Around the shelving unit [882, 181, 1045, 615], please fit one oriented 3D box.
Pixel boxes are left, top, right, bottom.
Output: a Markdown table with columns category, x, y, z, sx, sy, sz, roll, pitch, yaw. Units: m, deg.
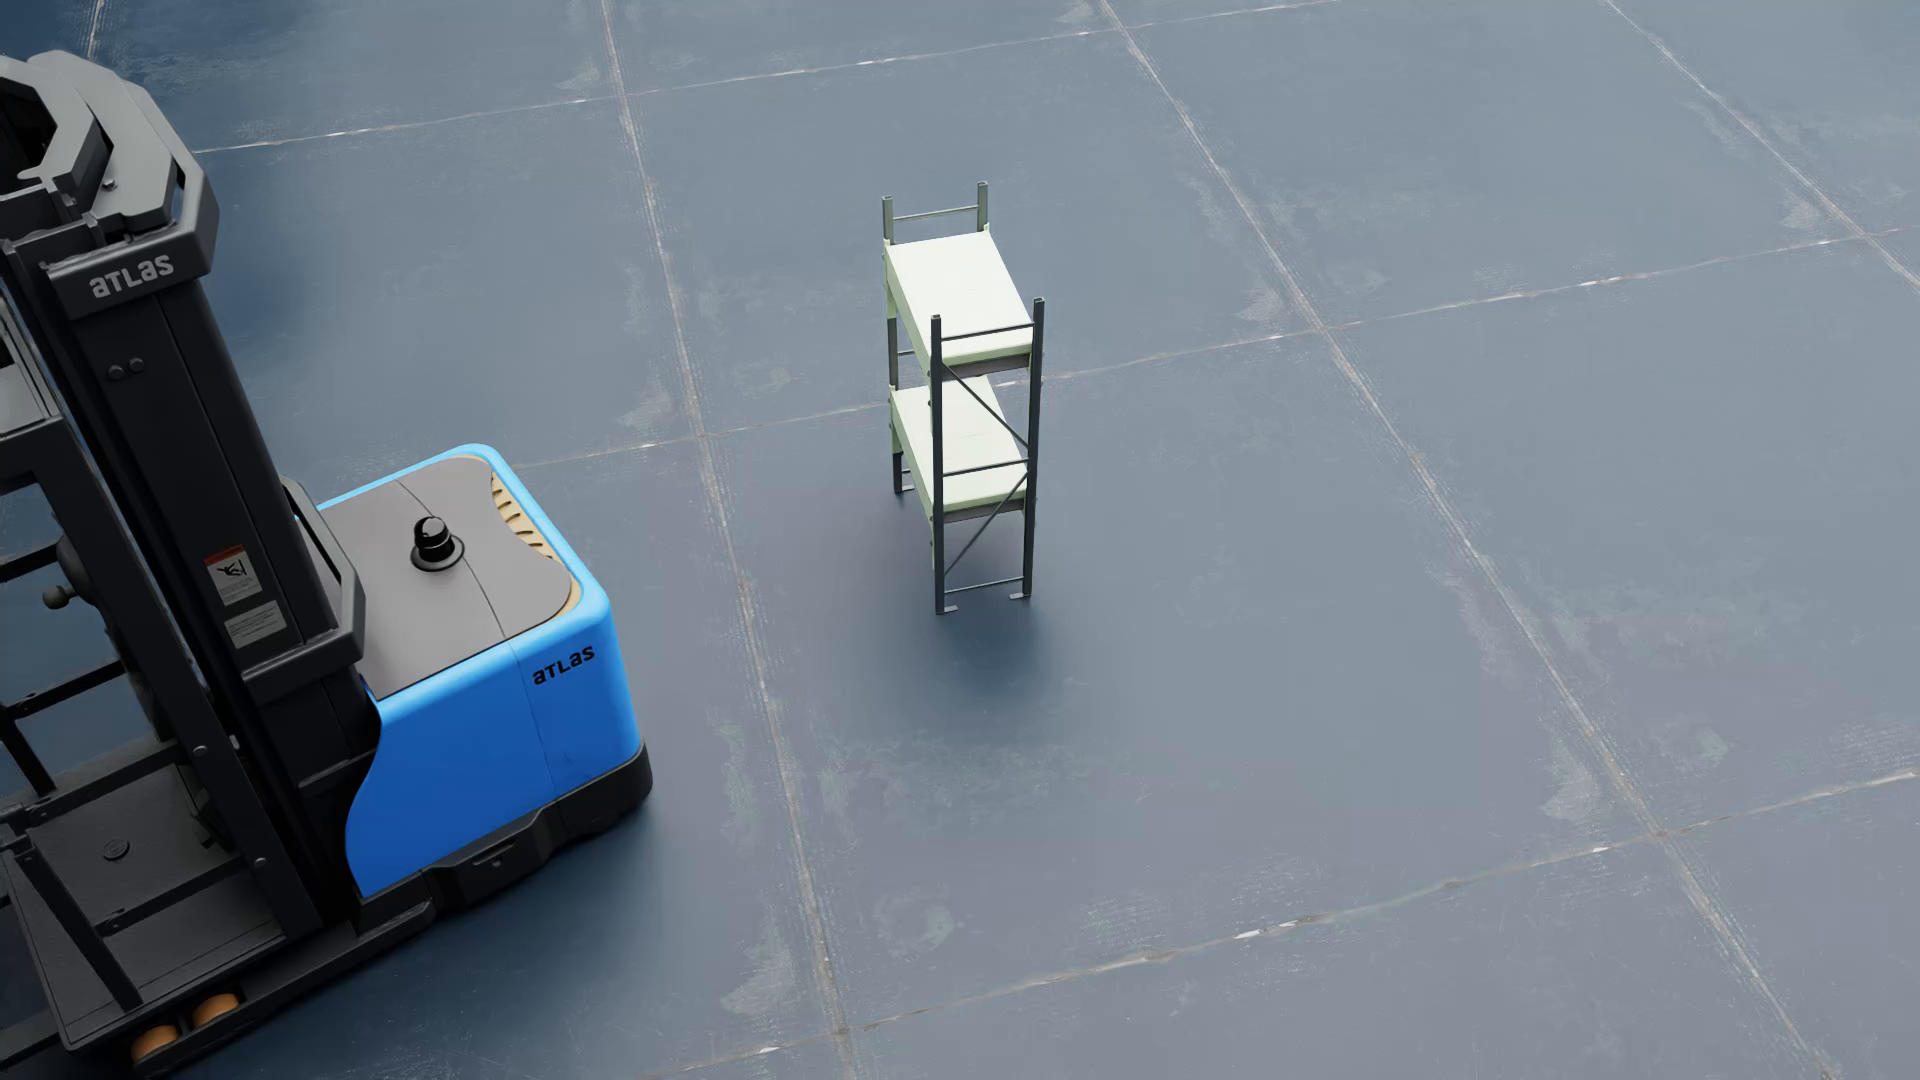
| category | x | y | z | sx | sy | sz | roll | pitch | yaw |
| --- | --- | --- | --- | --- | --- | --- | --- | --- | --- |
| shelving unit | 0.002 | -0.520 | 6.461 | 0.431 | 1.500 | 0.755 | -11 | 47 | -10 |

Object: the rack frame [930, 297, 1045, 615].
| category | x | y | z | sx | sy | sz | roll | pitch | yaw |
| --- | --- | --- | --- | --- | --- | --- | --- | --- | --- |
| rack frame | 0.095 | -0.268 | 6.213 | 0.400 | 1.500 | 0.023 | -11 | 47 | -10 |

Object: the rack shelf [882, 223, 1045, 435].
| category | x | y | z | sx | sy | sz | roll | pitch | yaw |
| --- | --- | --- | --- | --- | --- | --- | --- | --- | --- |
| rack shelf | 0.002 | -0.793 | 6.182 | 0.431 | 0.370 | 0.720 | -11 | 47 | -10 |

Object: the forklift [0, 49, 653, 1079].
| category | x | y | z | sx | sy | sz | roll | pitch | yaw |
| --- | --- | --- | --- | --- | --- | --- | --- | --- | --- |
| forklift | -2.609 | 0.253 | 4.701 | 3.031 | 2.935 | 1.130 | -27 | 51 | -24 |

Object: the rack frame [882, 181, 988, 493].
| category | x | y | z | sx | sy | sz | roll | pitch | yaw |
| --- | --- | --- | --- | --- | --- | --- | --- | --- | --- |
| rack frame | -0.092 | -0.773 | 6.708 | 0.400 | 1.500 | 0.023 | -11 | 47 | -10 |

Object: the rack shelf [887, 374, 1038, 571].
| category | x | y | z | sx | sy | sz | roll | pitch | yaw |
| --- | --- | --- | --- | --- | --- | --- | --- | --- | --- |
| rack shelf | 0.002 | -0.292 | 6.693 | 0.431 | 0.370 | 0.720 | -11 | 47 | -10 |
